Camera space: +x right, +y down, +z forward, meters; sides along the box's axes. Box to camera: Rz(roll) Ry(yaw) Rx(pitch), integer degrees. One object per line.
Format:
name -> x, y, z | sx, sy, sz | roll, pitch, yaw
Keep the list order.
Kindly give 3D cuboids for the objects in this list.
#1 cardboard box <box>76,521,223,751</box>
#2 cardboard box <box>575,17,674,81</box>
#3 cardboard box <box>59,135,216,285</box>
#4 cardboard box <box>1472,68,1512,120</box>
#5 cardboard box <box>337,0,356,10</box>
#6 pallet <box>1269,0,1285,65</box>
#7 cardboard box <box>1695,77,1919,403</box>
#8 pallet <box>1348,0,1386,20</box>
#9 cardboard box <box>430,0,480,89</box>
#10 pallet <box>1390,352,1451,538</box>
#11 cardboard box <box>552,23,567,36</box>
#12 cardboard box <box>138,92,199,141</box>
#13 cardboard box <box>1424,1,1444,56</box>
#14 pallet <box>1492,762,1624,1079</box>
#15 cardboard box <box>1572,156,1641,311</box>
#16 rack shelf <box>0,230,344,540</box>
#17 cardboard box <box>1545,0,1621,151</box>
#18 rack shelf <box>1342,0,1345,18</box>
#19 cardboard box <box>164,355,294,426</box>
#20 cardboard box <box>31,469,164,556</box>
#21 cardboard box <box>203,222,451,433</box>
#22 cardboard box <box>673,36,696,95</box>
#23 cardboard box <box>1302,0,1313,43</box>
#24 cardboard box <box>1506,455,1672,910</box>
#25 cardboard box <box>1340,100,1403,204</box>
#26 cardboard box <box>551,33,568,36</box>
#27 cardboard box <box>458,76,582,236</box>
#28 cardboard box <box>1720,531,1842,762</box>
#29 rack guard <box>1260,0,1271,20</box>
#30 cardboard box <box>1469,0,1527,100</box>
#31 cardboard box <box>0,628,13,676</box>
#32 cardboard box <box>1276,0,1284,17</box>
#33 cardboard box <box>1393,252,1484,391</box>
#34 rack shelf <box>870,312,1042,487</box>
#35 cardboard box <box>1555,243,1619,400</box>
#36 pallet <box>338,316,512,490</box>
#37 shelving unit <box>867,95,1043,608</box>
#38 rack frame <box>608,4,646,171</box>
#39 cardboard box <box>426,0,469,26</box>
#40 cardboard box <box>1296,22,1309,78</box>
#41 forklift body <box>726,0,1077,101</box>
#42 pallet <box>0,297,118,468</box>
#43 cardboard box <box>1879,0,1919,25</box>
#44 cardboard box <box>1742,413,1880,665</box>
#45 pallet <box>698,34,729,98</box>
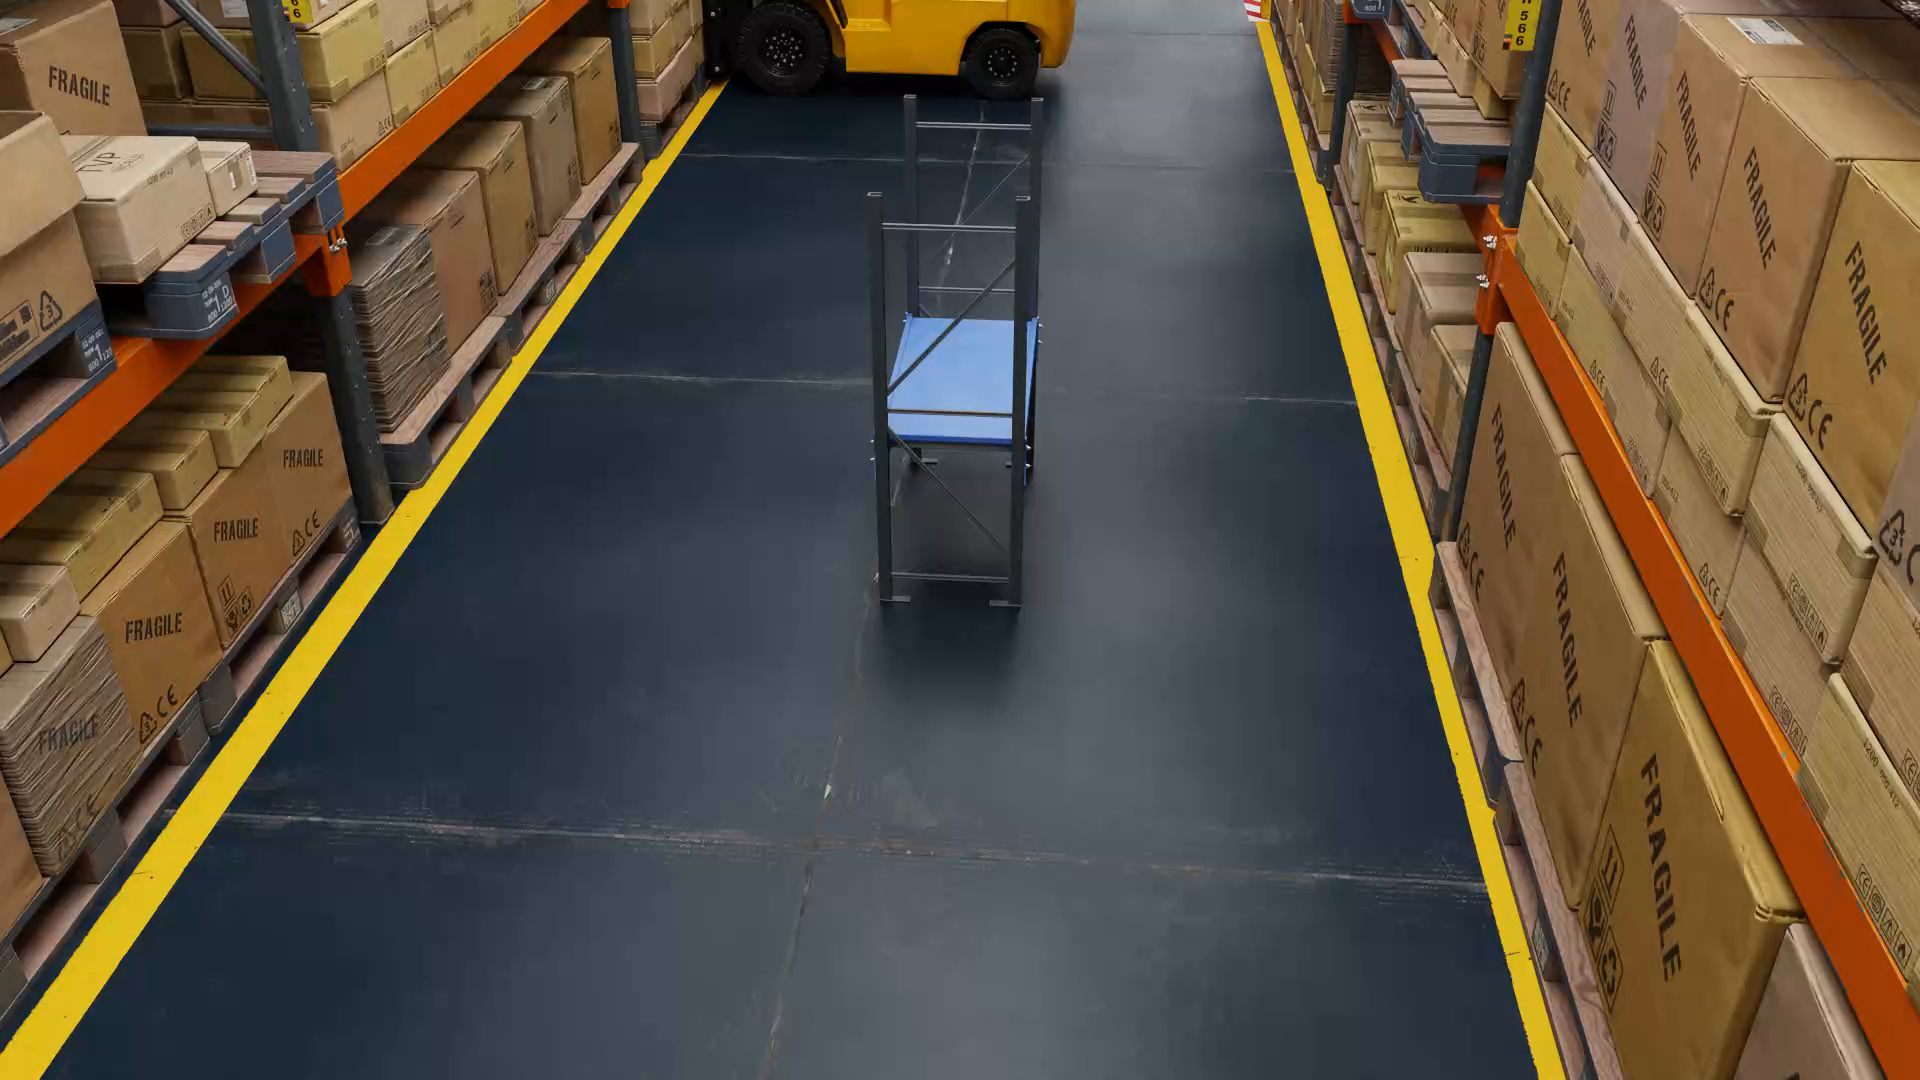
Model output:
cardboard box -> -2.599, 0.272, 4.932 | 0.500, 0.500, 0.500 | 4, 32, 6
cardboard box -> -2.015, -2.931, 9.891 | 0.500, 0.250, 0.500 | 2, 32, 4
cardboard box -> -2.451, -0.928, 4.640 | 0.500, 0.250, 0.500 | 1, 32, 2
cardboard box -> 2.002, -1.565, 5.770 | 0.380, 0.149, 0.250 | 3, 32, 5
cardboard box -> -2.348, -1.991, 5.908 | 0.380, 0.149, 0.250 | 3, 32, 5
pallet -> 2.804, -3.702, 12.055 | 1.003, 0.211, 1.213 | 2, 32, 4
cardboard box -> 1.843, -0.596, 3.310 | 0.500, 0.500, 0.500 | 3, 32, 5
pallet -> 2.378, -2.785, 8.093 | 1.003, 0.211, 1.213 | 2, 32, 4
cardboard box -> -2.327, -2.069, 6.891 | 0.500, 0.250, 0.500 | 1, 32, 2
pallet -> 2.325, -0.390, 6.682 | 1.003, 0.211, 1.213 | 2, 32, 4
cardboard box -> -2.515, -3.170, 9.802 | 0.500, 0.250, 0.500 | 3, 32, 5
cardboard box -> -2.906, -1.561, 6.066 | 0.500, 0.250, 0.500 | 2, 32, 3
cardboard box -> 2.015, -1.975, 6.434 | 0.380, 0.149, 0.250 | 3, 32, 5
pallet -> 2.019, 1.064, 4.323 | 1.003, 0.211, 1.213 | 2, 32, 4
cardboard box -> 1.929, -0.793, 4.344 | 0.500, 0.250, 0.500 | 3, 32, 5
rack shelf -> -2.850, -0.027, 4.120 | 1.077, 0.370, 4.000 | 2, 32, 4
cardboard box -> 1.976, -1.389, 4.597 | 0.500, 0.500, 0.500 | 1, 32, 2
rack shelf -> 2.749, -4.000, 10.567 | 1.077, 0.370, 4.000 | 2, 32, 4
cardboard box -> -2.475, -0.500, 5.567 | 0.380, 0.149, 0.250 | 1, 32, 2
cardboard box -> -2.599, -0.084, 4.892 | 0.380, 0.149, 0.250 | 3, 32, 5
cardboard box -> -2.623, -0.872, 6.669 | 0.875, 0.625, 0.625 | 3, 32, 6
cardboard box -> -1.966, -2.983, 10.453 | 0.500, 0.250, 0.500 | 2, 32, 3
cardboard box -> 2.446, -3.441, 10.481 | 0.500, 0.500, 0.500 | 4, 32, 7
cardboard box -> 2.044, 0.381, 4.398 | 0.875, 0.875, 0.875 | 3, 32, 5
cardboard box -> 2.545, -2.046, 8.815 | 0.950, 0.372, 0.625 | 3, 32, 5
cardboard box -> -2.526, -2.955, 9.929 | 0.500, 0.250, 0.500 | 2, 32, 3
cardboard box -> -2.464, -1.959, 8.433 | 0.875, 0.625, 0.625 | 2, 32, 3
cardboard box -> 1.822, 0.212, 3.189 | 0.500, 0.250, 0.500 | 2, 32, 3
rack guard -> 2.905, -4.248, 12.666 | 1.175, 0.500, 0.348 | 2, 32, 4
cardboard box -> 2.020, -1.766, 5.478 | 0.500, 0.500, 0.500 | 2, 32, 3
cardboard box -> -2.682, 0.318, 4.239 | 0.380, 0.149, 0.250 | 3, 32, 4
cardboard box -> 2.570, -3.950, 12.021 | 0.500, 0.250, 0.500 | 2, 32, 4
cardboard box -> 2.368, -0.910, 6.972 | 0.950, 0.372, 0.625 | 2, 32, 3
rack shelf -> 0.007, -0.530, 6.023 | 0.538, 0.185, 1.000 | 2, 32, 4
cardboard box -> 1.945, -0.590, 4.492 | 0.500, 0.250, 0.500 | 2, 32, 3
pallet -> -2.582, -0.620, 7.055 | 1.003, 0.211, 1.213 | 2, 32, 4
shelving unit -> 0.007, -0.683, 5.929 | 0.538, 1.500, 1.048 | 2, 32, 4
rack frame -> -2.362, -3.470, 9.022 | 1.000, 3.000, 0.127 | 2, 32, 4
cardboard box -> -2.305, -2.284, 6.763 | 0.500, 0.250, 0.500 | 2, 32, 3
cardboard box -> 2.445, -3.134, 10.696 | 0.500, 0.250, 0.500 | 3, 32, 5
forklift body -> -0.372, -4.131, 10.903 | 2.313, 2.155, 1.214 | 2, 32, 4
pallet -> -2.841, -0.280, 4.028 | 1.003, 0.211, 1.213 | 2, 32, 4
cardboard box -> 2.445, -1.087, 4.106 | 0.500, 0.500, 0.500 | 3, 32, 5
cardboard box -> 1.797, 0.000, 3.057 | 0.500, 0.250, 0.500 | 3, 32, 5
pallet -> -2.159, -3.337, 11.463 | 1.003, 0.211, 1.213 | 2, 32, 4
